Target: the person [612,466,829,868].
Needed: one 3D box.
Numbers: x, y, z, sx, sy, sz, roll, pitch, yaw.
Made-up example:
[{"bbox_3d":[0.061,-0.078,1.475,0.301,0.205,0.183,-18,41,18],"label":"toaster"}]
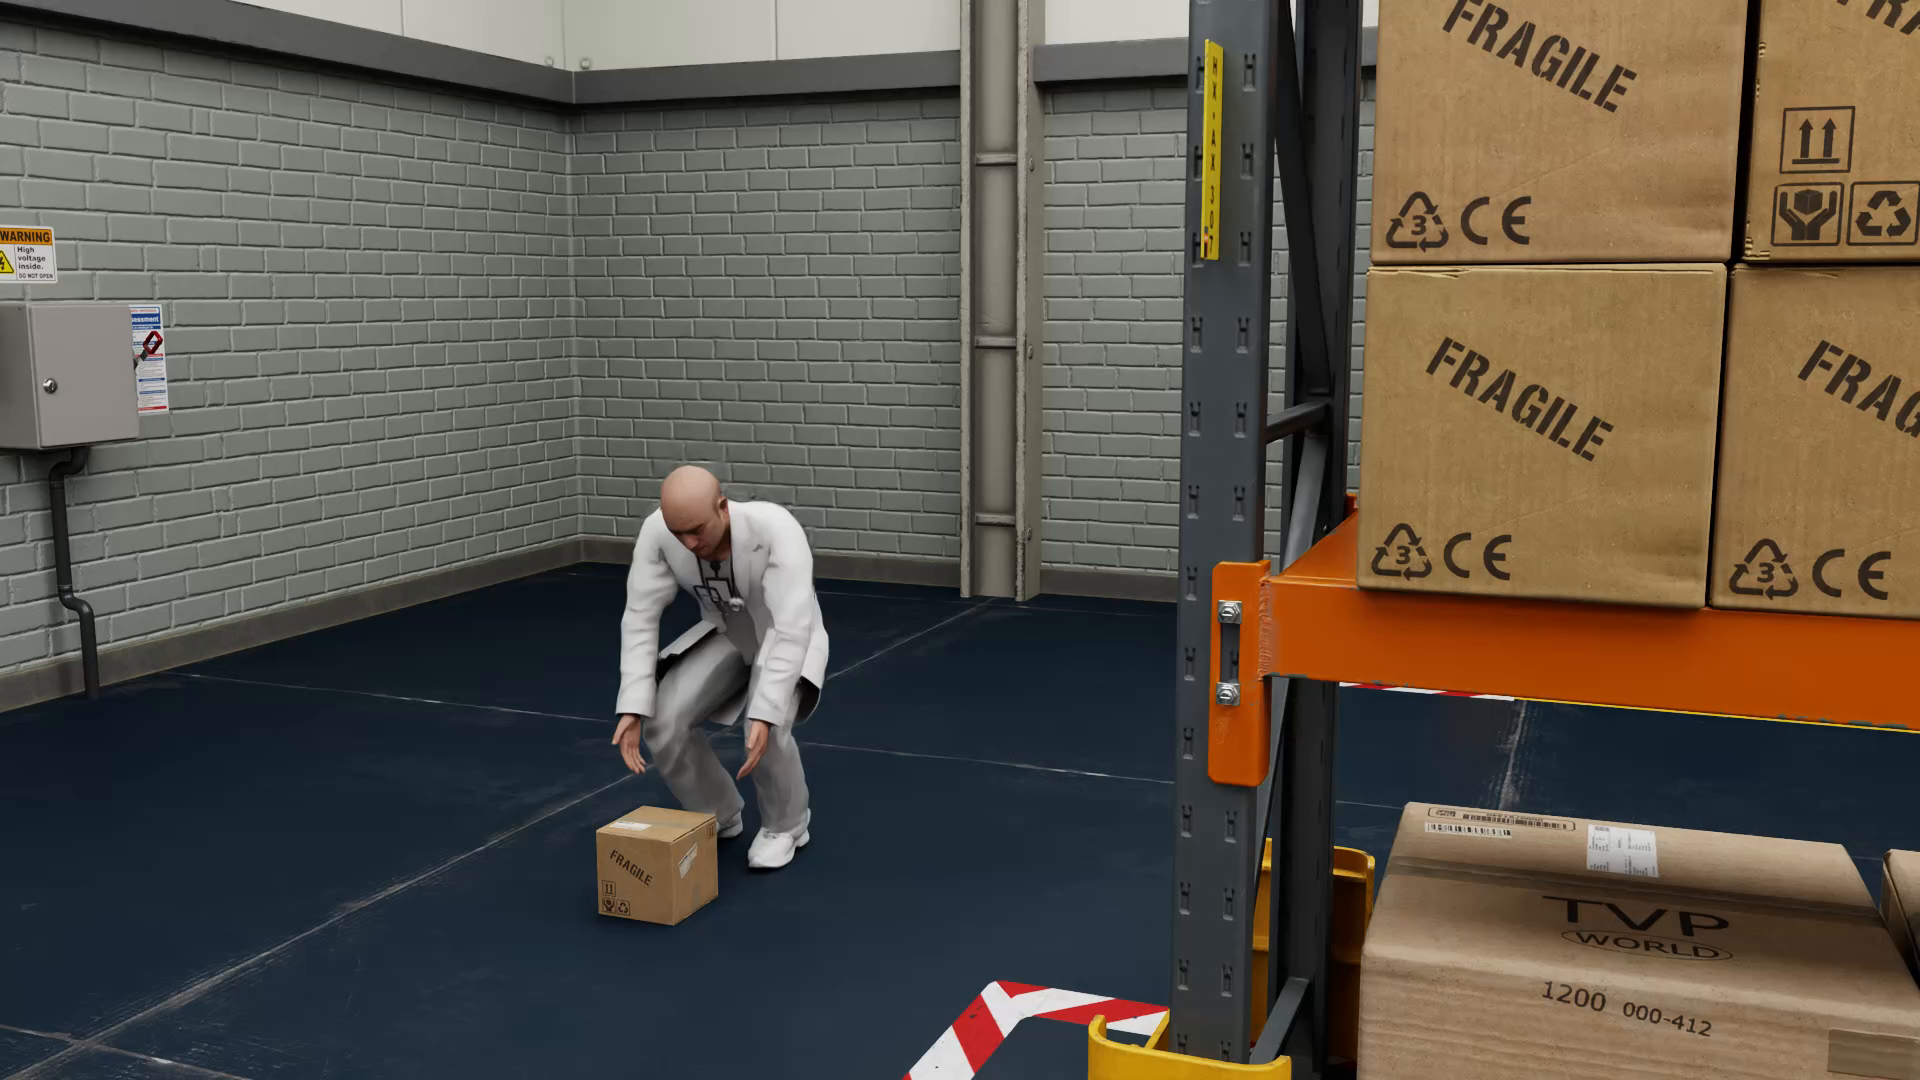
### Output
[{"bbox_3d":[-0.685,0.380,5.126,0.632,1.256,0.793,3,9,21],"label":"person"}]
